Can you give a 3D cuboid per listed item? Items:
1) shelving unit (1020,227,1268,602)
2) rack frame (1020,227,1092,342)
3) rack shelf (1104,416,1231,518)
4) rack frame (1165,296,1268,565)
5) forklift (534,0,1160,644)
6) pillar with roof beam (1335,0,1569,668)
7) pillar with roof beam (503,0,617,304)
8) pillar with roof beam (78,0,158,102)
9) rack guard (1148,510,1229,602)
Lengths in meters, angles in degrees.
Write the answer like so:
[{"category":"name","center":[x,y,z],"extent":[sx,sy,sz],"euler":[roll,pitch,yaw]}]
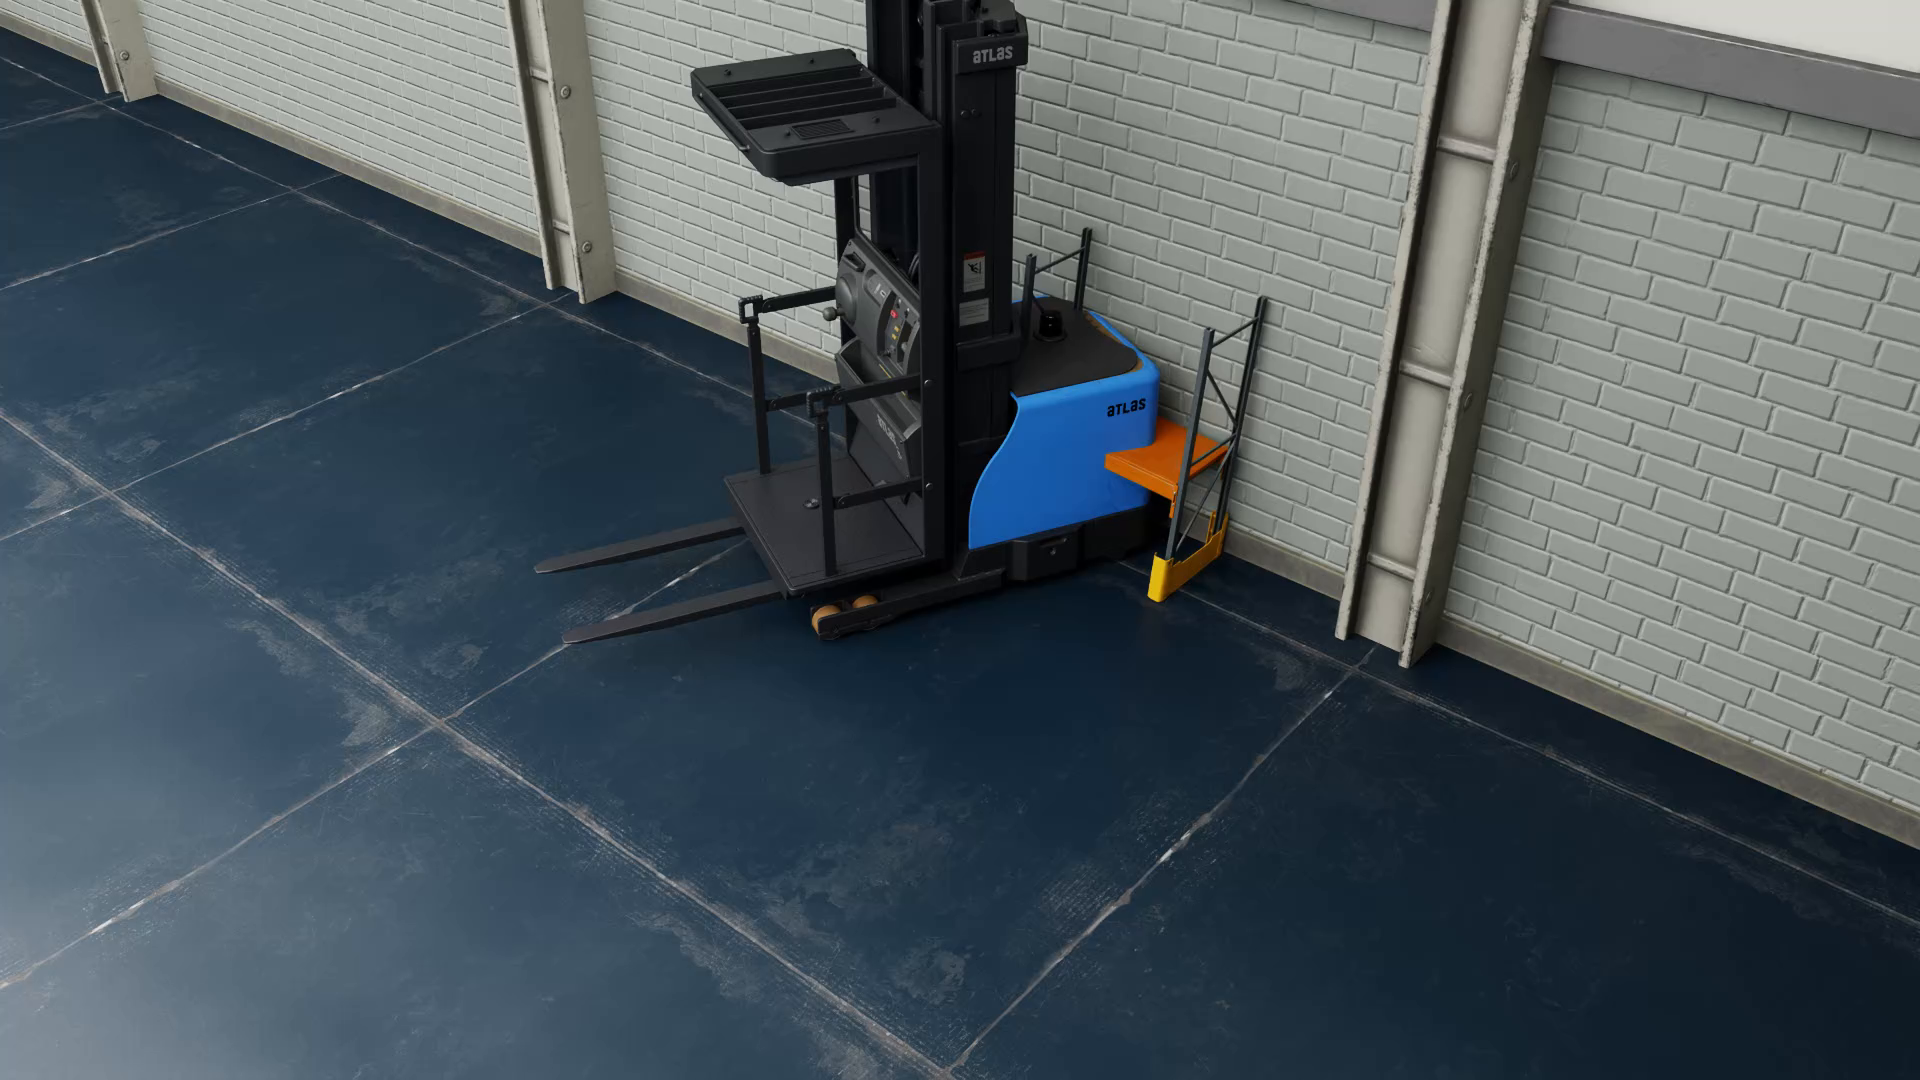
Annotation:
[{"category":"shelving unit","center":[0.820,-0.639,8.311],"extent":[1.083,1.500,0.587],"euler":[28,41,30]},{"category":"rack frame","center":[0.436,-0.843,8.557],"extent":[0.032,1.500,0.500],"euler":[28,41,30]},{"category":"rack shelf","center":[0.814,-0.488,8.409],"extent":[1.000,0.185,0.538],"euler":[28,41,30]},{"category":"rack frame","center":[1.217,-0.427,8.056],"extent":[0.032,1.500,0.500],"euler":[28,41,30]},{"category":"forklift","center":[-0.572,-1.066,7.713],"extent":[3.031,2.935,1.130],"euler":[-14,37,-19]},{"category":"pillar with roof beam","center":[-0.687,-1.365,2.789],"extent":[0.400,9.000,9.100],"euler":[25,42,32]},{"category":"pillar with roof beam","center":[-5.298,-3.539,5.954],"extent":[0.400,9.000,9.100],"euler":[25,42,32]},{"category":"pillar with roof beam","center":[-9.910,-5.712,9.118],"extent":[0.400,9.000,9.100],"euler":[25,42,32]},{"category":"rack guard","center":[1.157,0.077,8.422],"extent":[0.087,0.250,0.587],"euler":[28,41,30]}]
